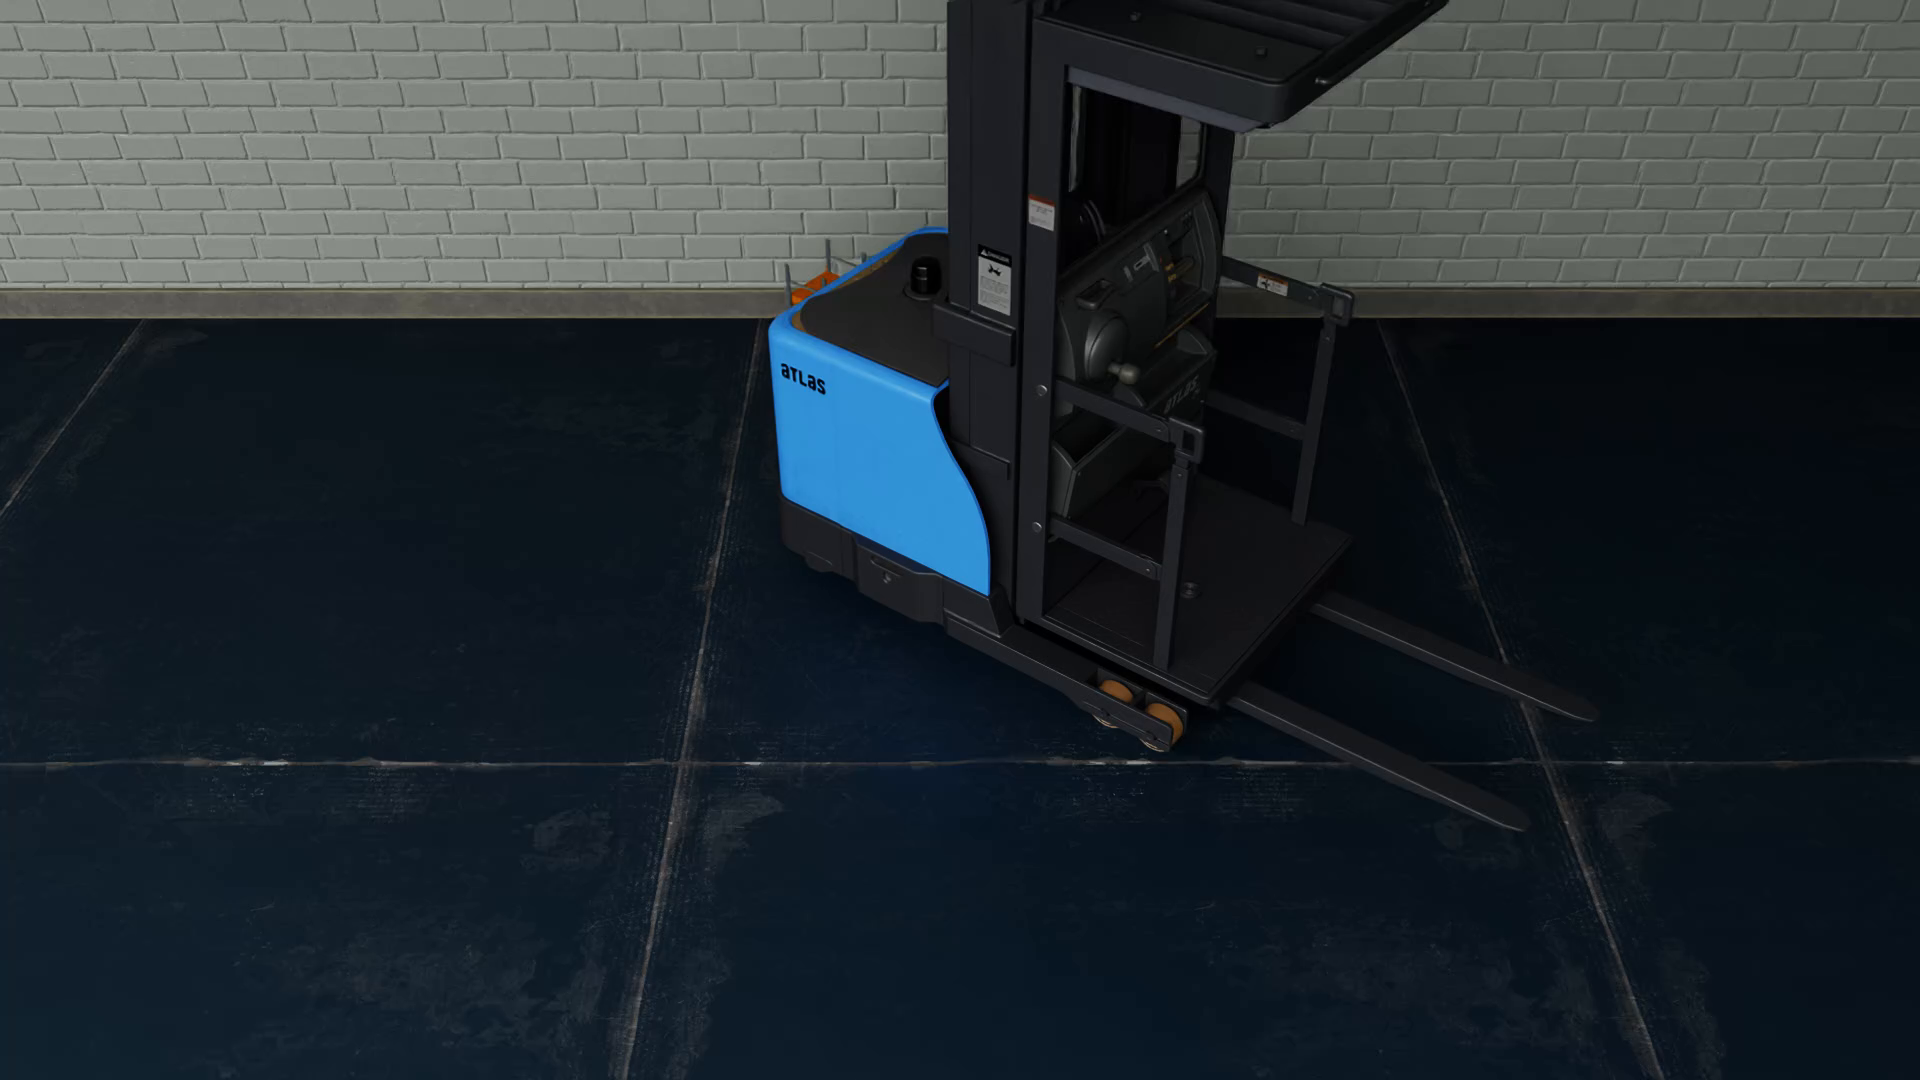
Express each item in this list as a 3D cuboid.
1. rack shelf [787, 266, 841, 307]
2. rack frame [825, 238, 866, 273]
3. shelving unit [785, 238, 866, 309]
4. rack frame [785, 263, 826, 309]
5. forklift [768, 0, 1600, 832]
[{"bbox_3d":[-0.520,-0.892,6.587,0.215,0.259,0.240,24,45,27],"label":"rack shelf"},{"bbox_3d":[-0.448,-0.741,6.835,0.200,1.050,0.008,24,45,27],"label":"rack frame"},{"bbox_3d":[-0.520,-0.679,6.758,0.215,1.050,0.252,24,45,27],"label":"shelving unit"},{"bbox_3d":[-0.592,-0.617,6.681,0.200,1.050,0.008,24,45,27],"label":"rack frame"},{"bbox_3d":[0.769,-0.784,5.384,3.031,2.935,1.130,25,45,28],"label":"forklift"}]
